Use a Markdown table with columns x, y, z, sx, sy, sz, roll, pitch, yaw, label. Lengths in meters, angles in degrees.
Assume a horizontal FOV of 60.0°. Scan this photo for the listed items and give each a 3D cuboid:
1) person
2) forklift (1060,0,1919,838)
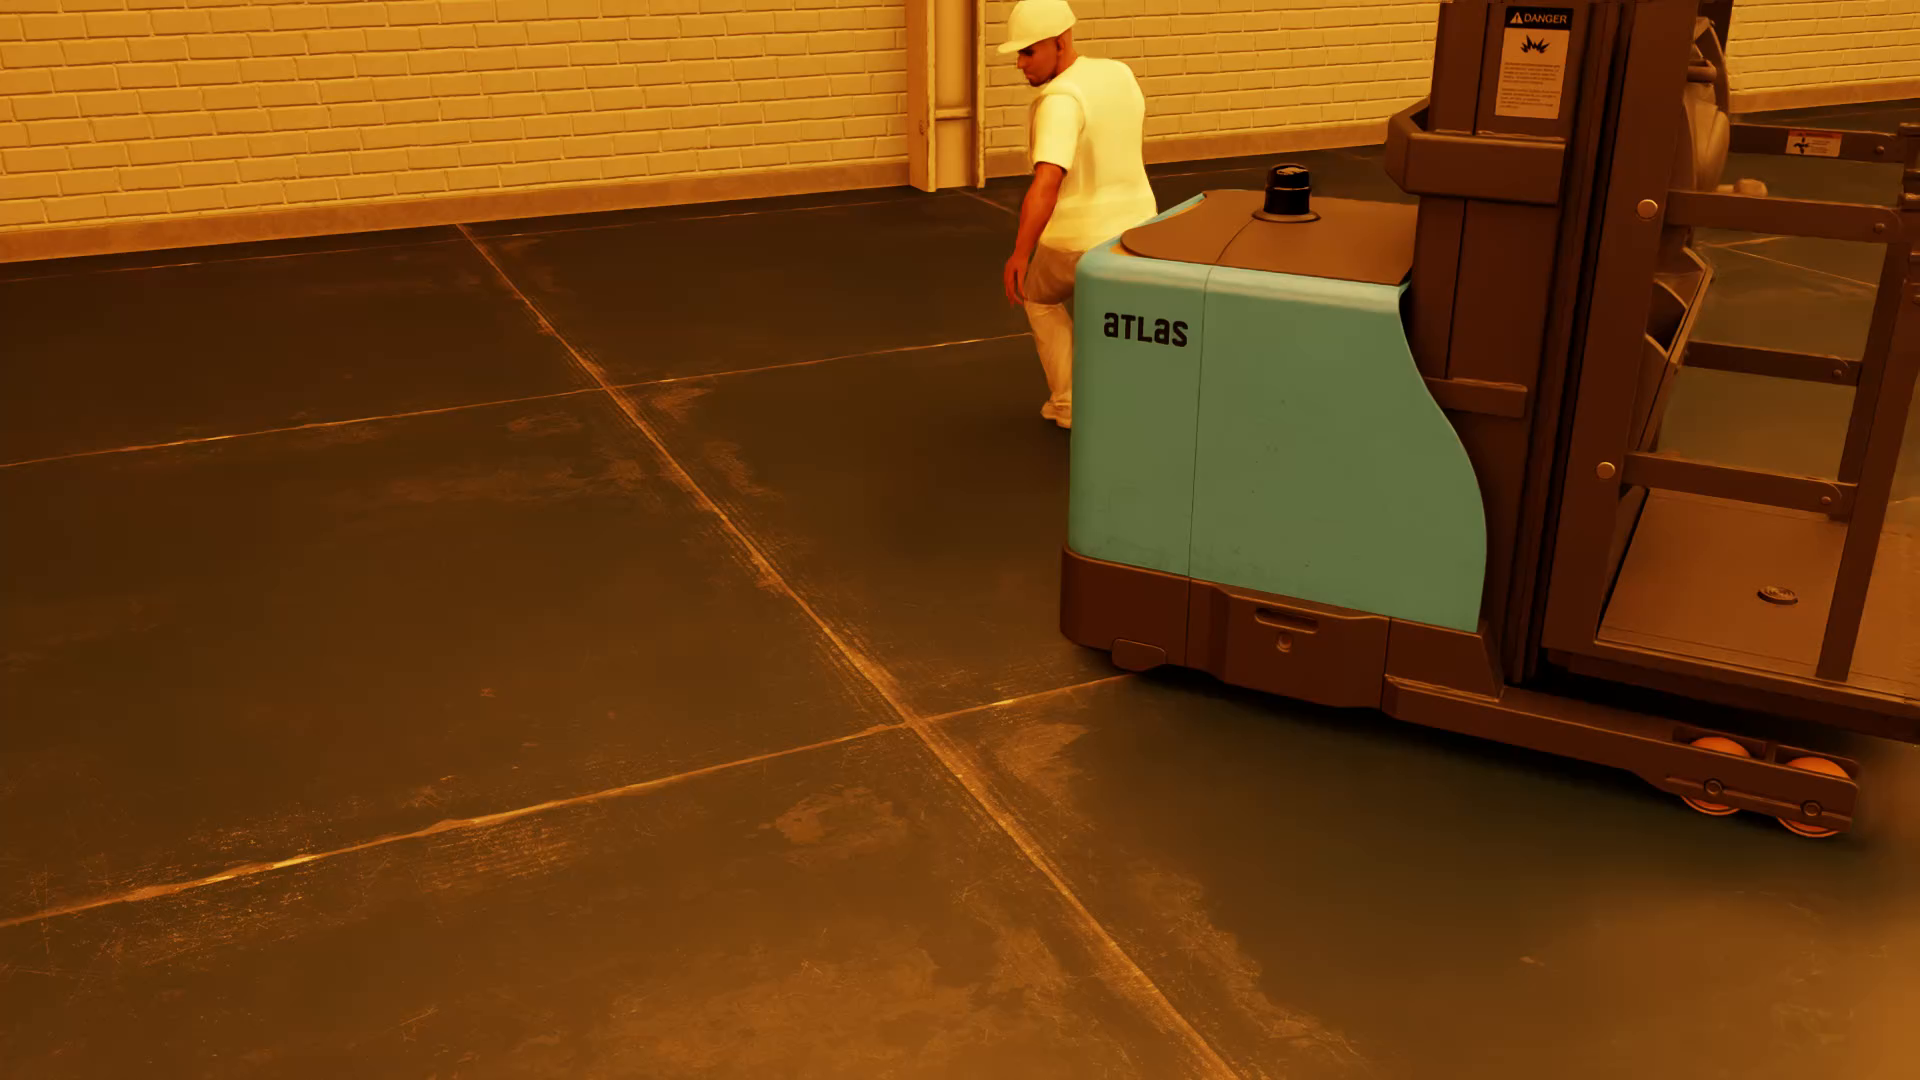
| x | y | z | sx | sy | sz | roll | pitch | yaw | label |
| --- | --- | --- | --- | --- | --- | --- | --- | --- | --- |
| 0.388 | -1.094 | 5.785 | 0.680 | 1.542 | 0.833 | -11 | 25 | -25 | person |
| 1.812 | -0.949 | 3.570 | 3.031 | 2.935 | 1.130 | 11 | 25 | 25 | forklift |
